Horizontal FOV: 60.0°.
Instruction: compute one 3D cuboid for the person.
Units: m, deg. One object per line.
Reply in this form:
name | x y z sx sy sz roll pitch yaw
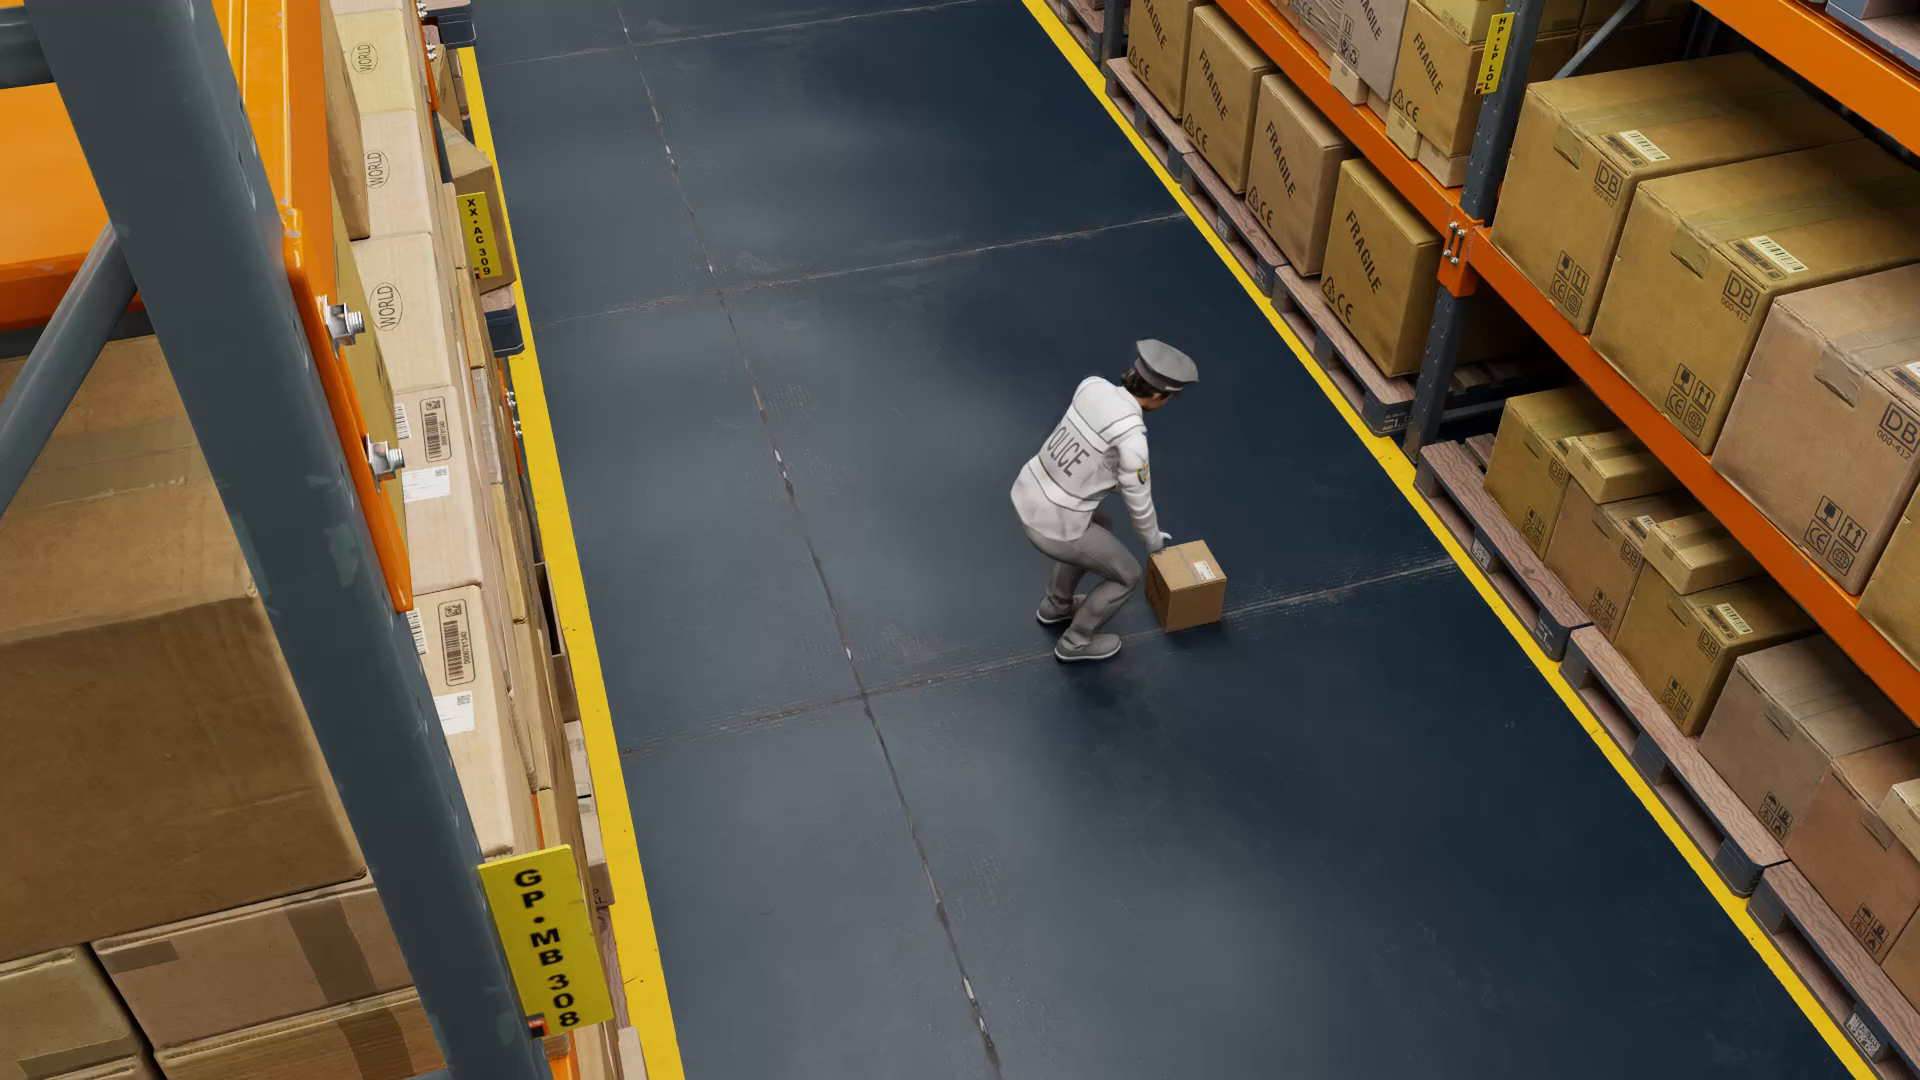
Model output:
person | 0.545 -0.153 6.550 0.709 1.371 0.535 -12 44 -13
